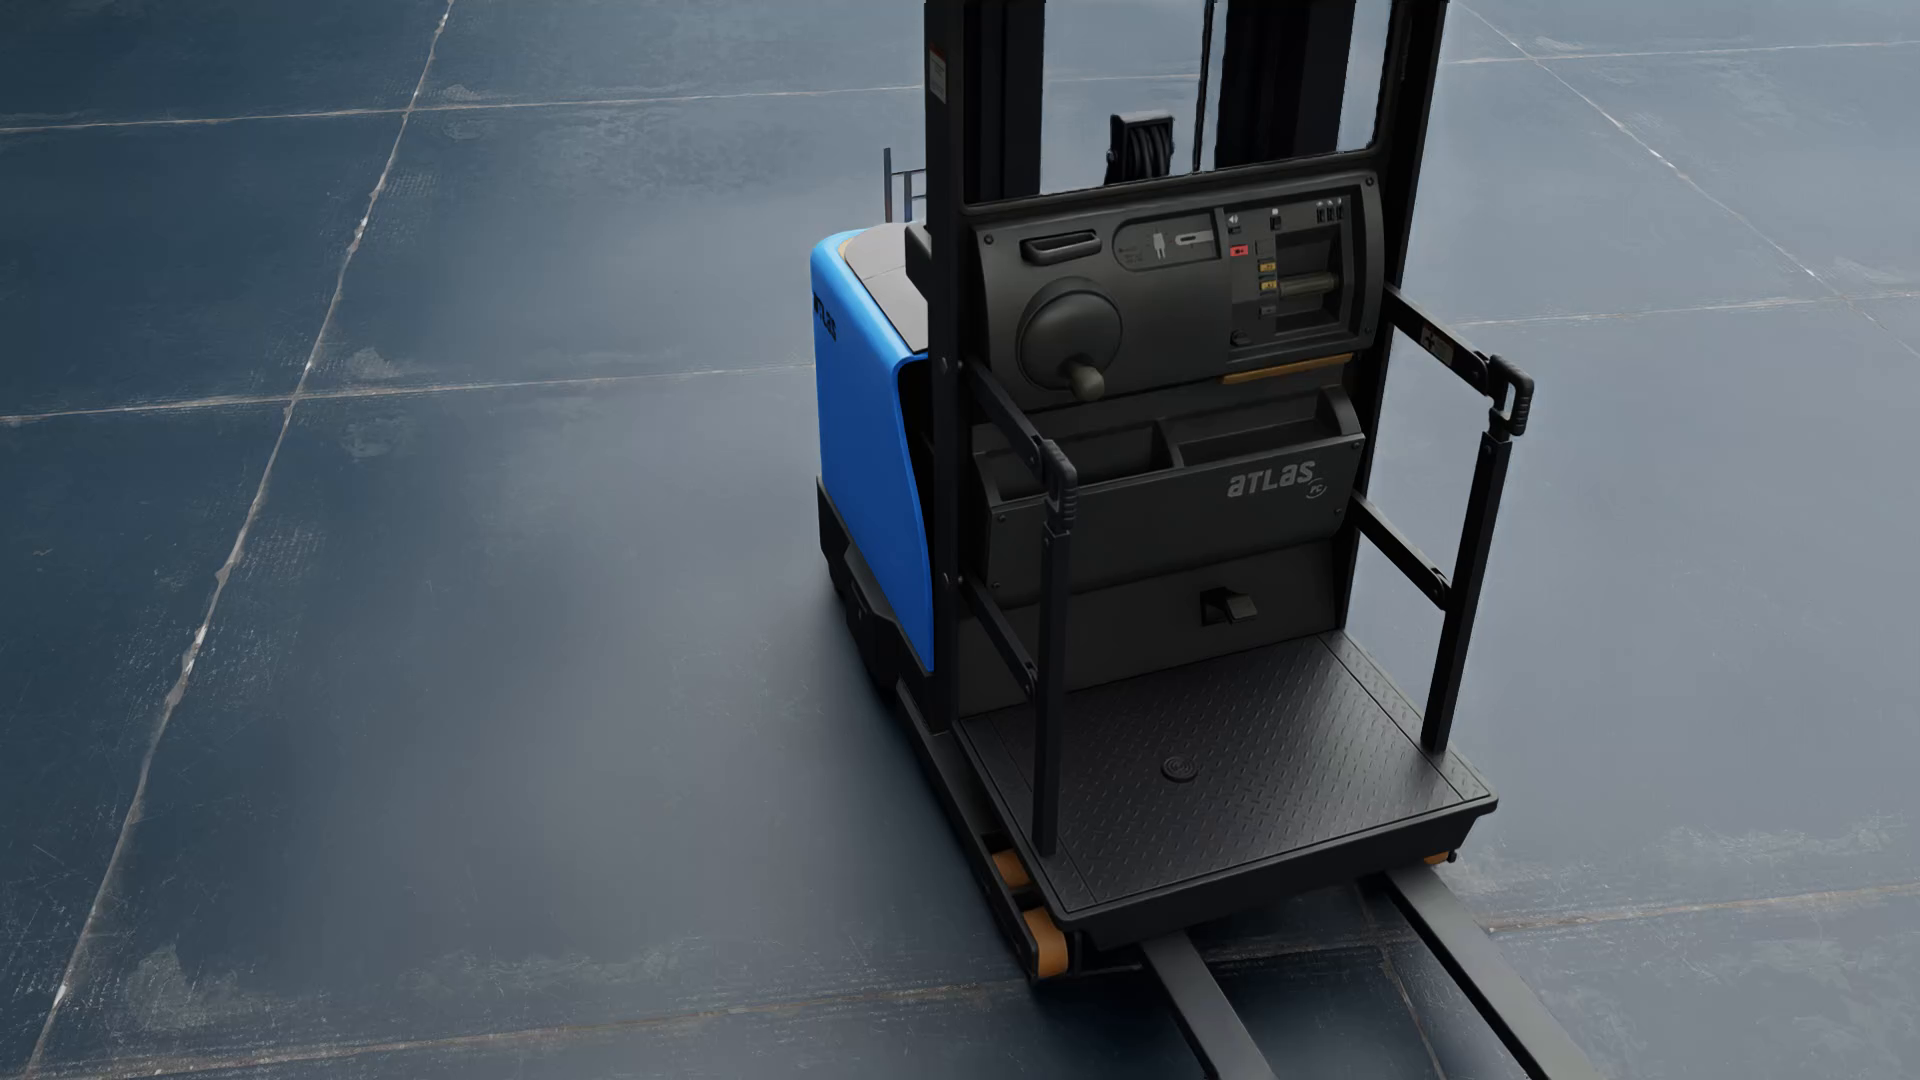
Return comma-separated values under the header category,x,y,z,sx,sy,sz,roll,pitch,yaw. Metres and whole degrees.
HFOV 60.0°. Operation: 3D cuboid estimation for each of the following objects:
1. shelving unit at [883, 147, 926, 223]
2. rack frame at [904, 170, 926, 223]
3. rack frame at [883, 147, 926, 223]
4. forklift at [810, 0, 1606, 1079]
category,x,y,z,sx,sy,sz,roll,pitch,yaw
shelving unit,-0.075,-0.601,5.067,0.258,1.200,0.189,-12,36,-17
rack frame,-0.043,-0.553,4.996,0.240,1.200,0.006,-12,36,-17
rack frame,-0.106,-0.650,5.138,0.240,1.200,0.006,-12,36,-17
forklift,0.555,-0.478,3.349,1.130,2.935,3.031,-12,36,-17
